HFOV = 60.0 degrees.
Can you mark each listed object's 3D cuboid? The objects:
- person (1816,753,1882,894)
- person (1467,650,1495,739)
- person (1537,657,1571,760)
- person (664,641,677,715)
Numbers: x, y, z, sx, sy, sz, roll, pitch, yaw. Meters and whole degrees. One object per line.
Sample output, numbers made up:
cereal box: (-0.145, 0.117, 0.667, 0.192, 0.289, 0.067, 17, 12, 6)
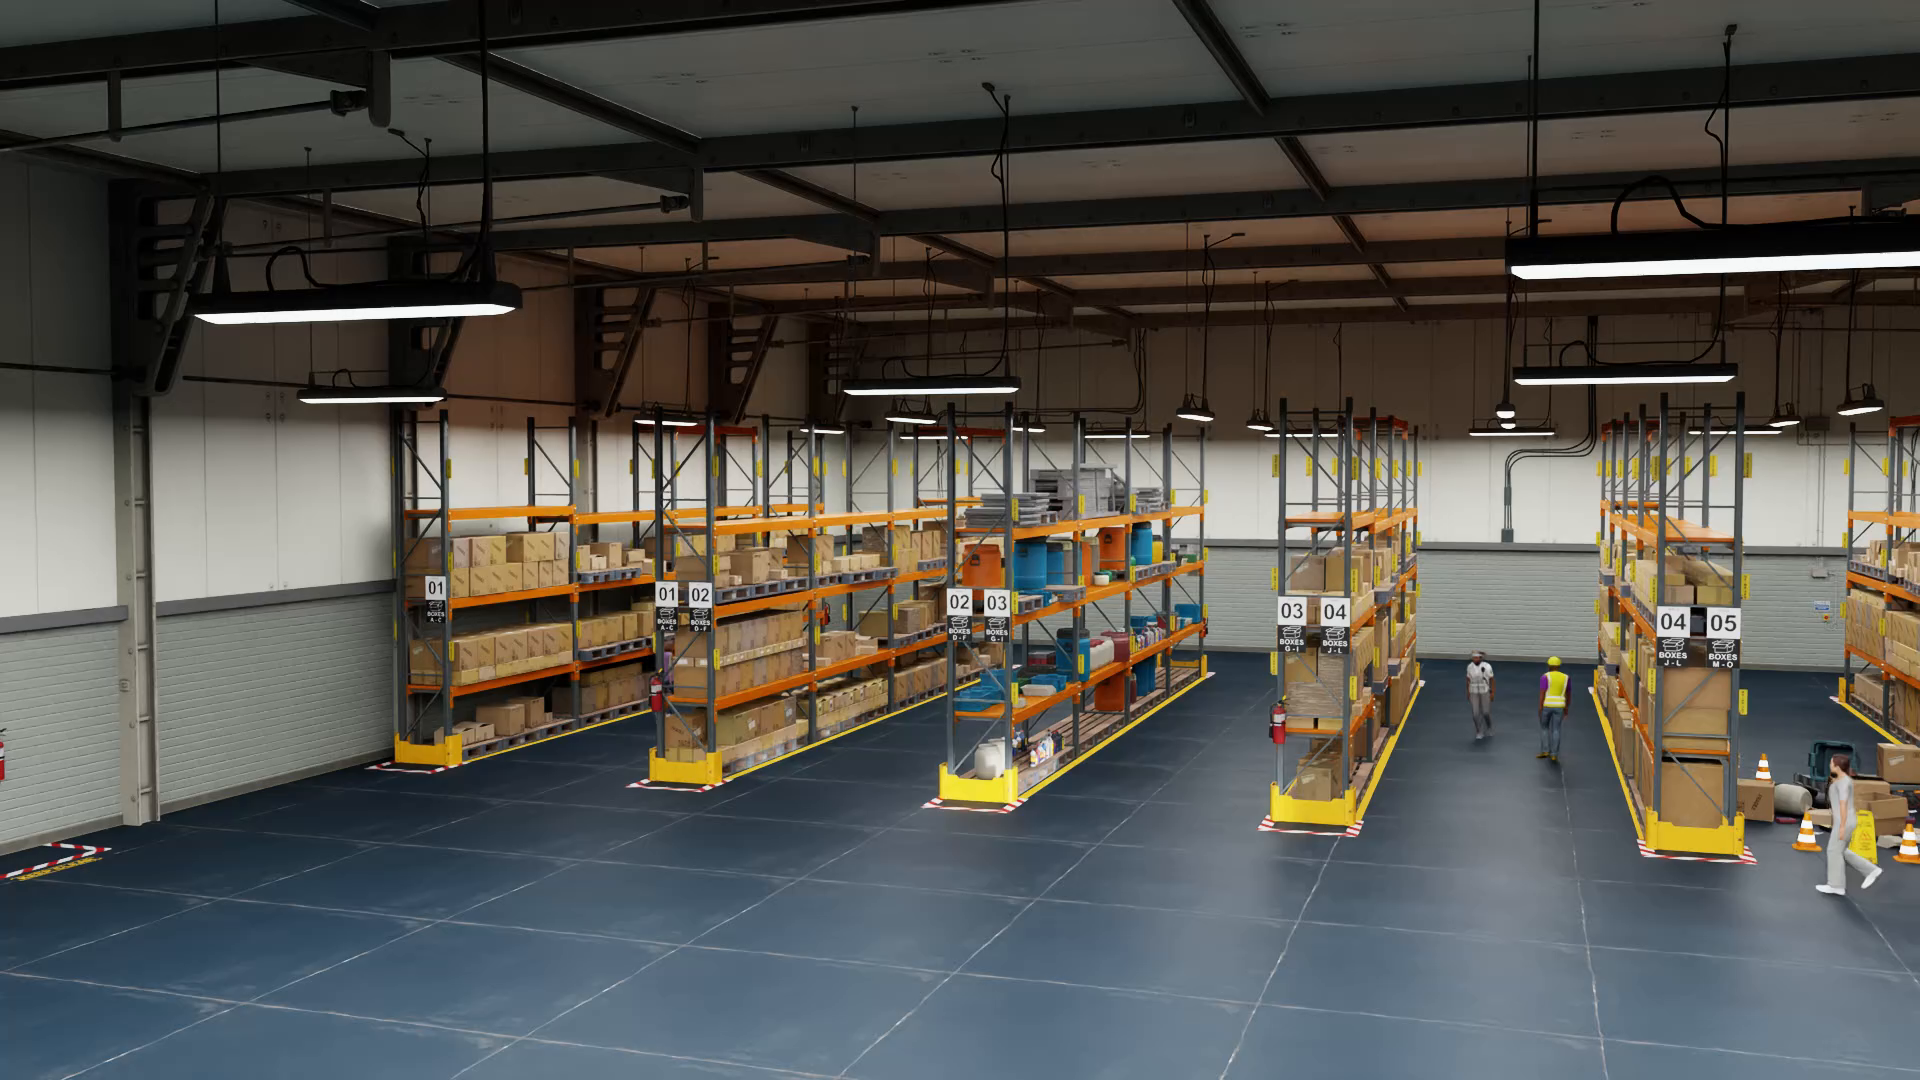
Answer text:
person: (10.428, 3.325, 19.477, 0.686, 1.655, 0.451, 1, 3, 27)
person: (9.696, 2.854, 30.952, 0.522, 1.658, 0.493, 1, 3, 29)
person: (10.229, 2.918, 28.606, 0.552, 1.809, 0.602, 1, 3, 14)
person: (-5.819, 2.802, 32.870, 0.435, 1.608, 0.514, 1, 3, 31)
